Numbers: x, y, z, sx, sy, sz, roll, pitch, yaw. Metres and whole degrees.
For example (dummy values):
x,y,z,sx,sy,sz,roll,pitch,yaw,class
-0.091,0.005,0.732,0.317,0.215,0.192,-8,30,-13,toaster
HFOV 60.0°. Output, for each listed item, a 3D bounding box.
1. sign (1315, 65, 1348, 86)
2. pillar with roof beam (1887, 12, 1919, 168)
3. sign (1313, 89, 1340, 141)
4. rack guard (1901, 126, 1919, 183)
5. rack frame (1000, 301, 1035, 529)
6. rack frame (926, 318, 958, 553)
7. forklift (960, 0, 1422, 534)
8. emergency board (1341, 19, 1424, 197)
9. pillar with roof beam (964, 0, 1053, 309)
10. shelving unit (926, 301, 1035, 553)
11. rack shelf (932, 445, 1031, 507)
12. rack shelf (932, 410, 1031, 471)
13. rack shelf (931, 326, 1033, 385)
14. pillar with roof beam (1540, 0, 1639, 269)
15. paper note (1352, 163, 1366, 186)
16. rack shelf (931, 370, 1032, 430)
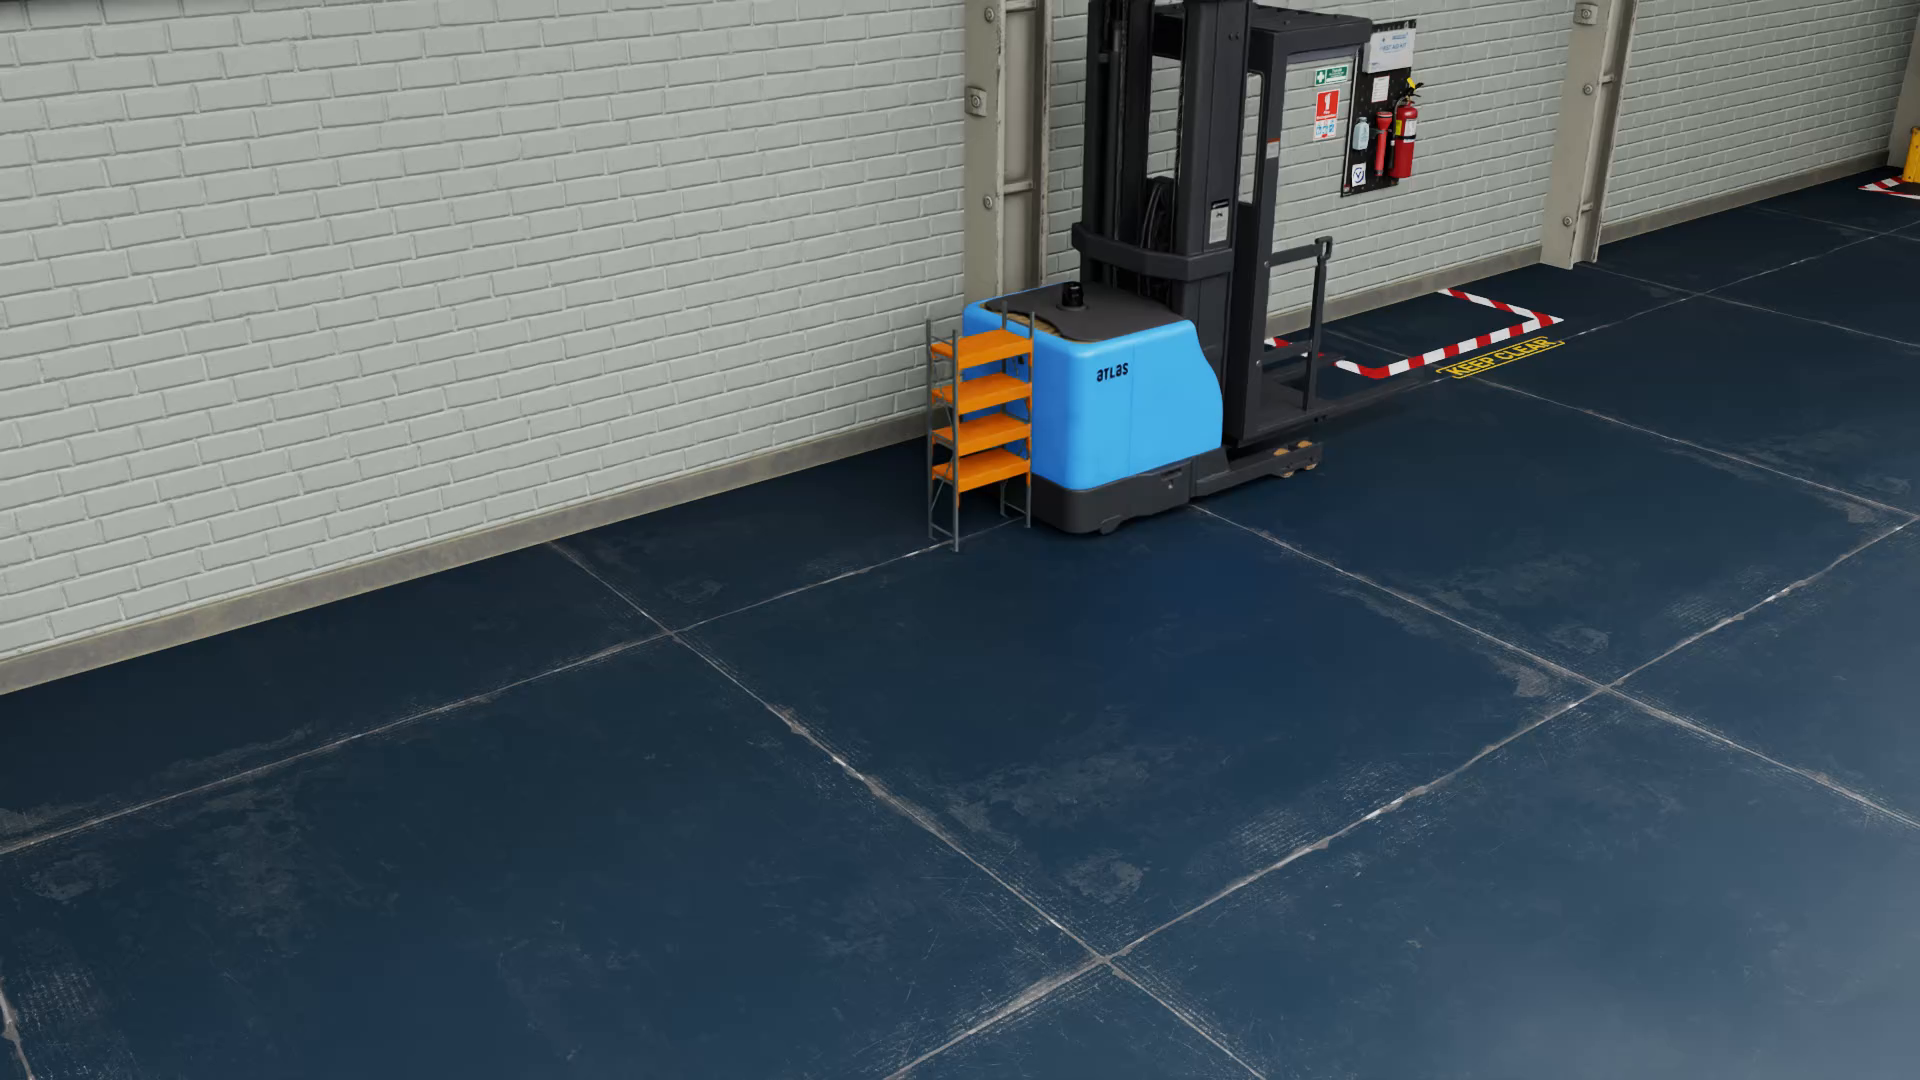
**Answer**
x,y,z,sx,sy,sz,roll,pitch,yaw,class
2.535,-3.170,11.345,0.331,0.109,0.001,-18,31,-34,sign
12.371,-6.507,12.082,0.400,9.000,9.100,-18,31,-34,pillar with roof beam
2.526,-2.931,11.460,0.234,0.329,0.001,-18,31,-34,sign
9.757,-3.630,15.977,0.348,0.500,1.175,-18,31,-34,rack guard
0.297,-0.642,8.709,0.015,1.200,0.240,-18,30,-34,rack frame
-0.090,-0.517,8.439,0.015,1.200,0.240,-18,30,-34,rack frame
1.476,-1.843,9.239,3.031,2.935,1.130,-18,30,-34,forklift
3.025,-3.024,11.703,0.643,1.169,0.194,-18,31,-34,emergency board
2.928,-3.390,5.365,0.400,9.000,9.100,-18,31,-34,pillar with roof beam
0.103,-0.580,8.574,0.503,1.200,0.258,-18,30,-34,shelving unit
0.103,-0.339,8.686,0.480,0.148,0.258,-18,30,-34,rack shelf
0.103,-0.519,8.602,0.480,0.148,0.258,-18,30,-34,rack shelf
0.103,-0.936,8.408,0.480,0.148,0.258,-18,30,-34,rack shelf
7.649,-4.949,8.724,0.400,9.000,9.100,-18,31,-34,pillar with roof beam
2.843,-2.602,11.839,0.142,0.148,0.016,-18,31,-34,paper note
0.103,-0.722,8.508,0.480,0.148,0.258,-18,30,-34,rack shelf
